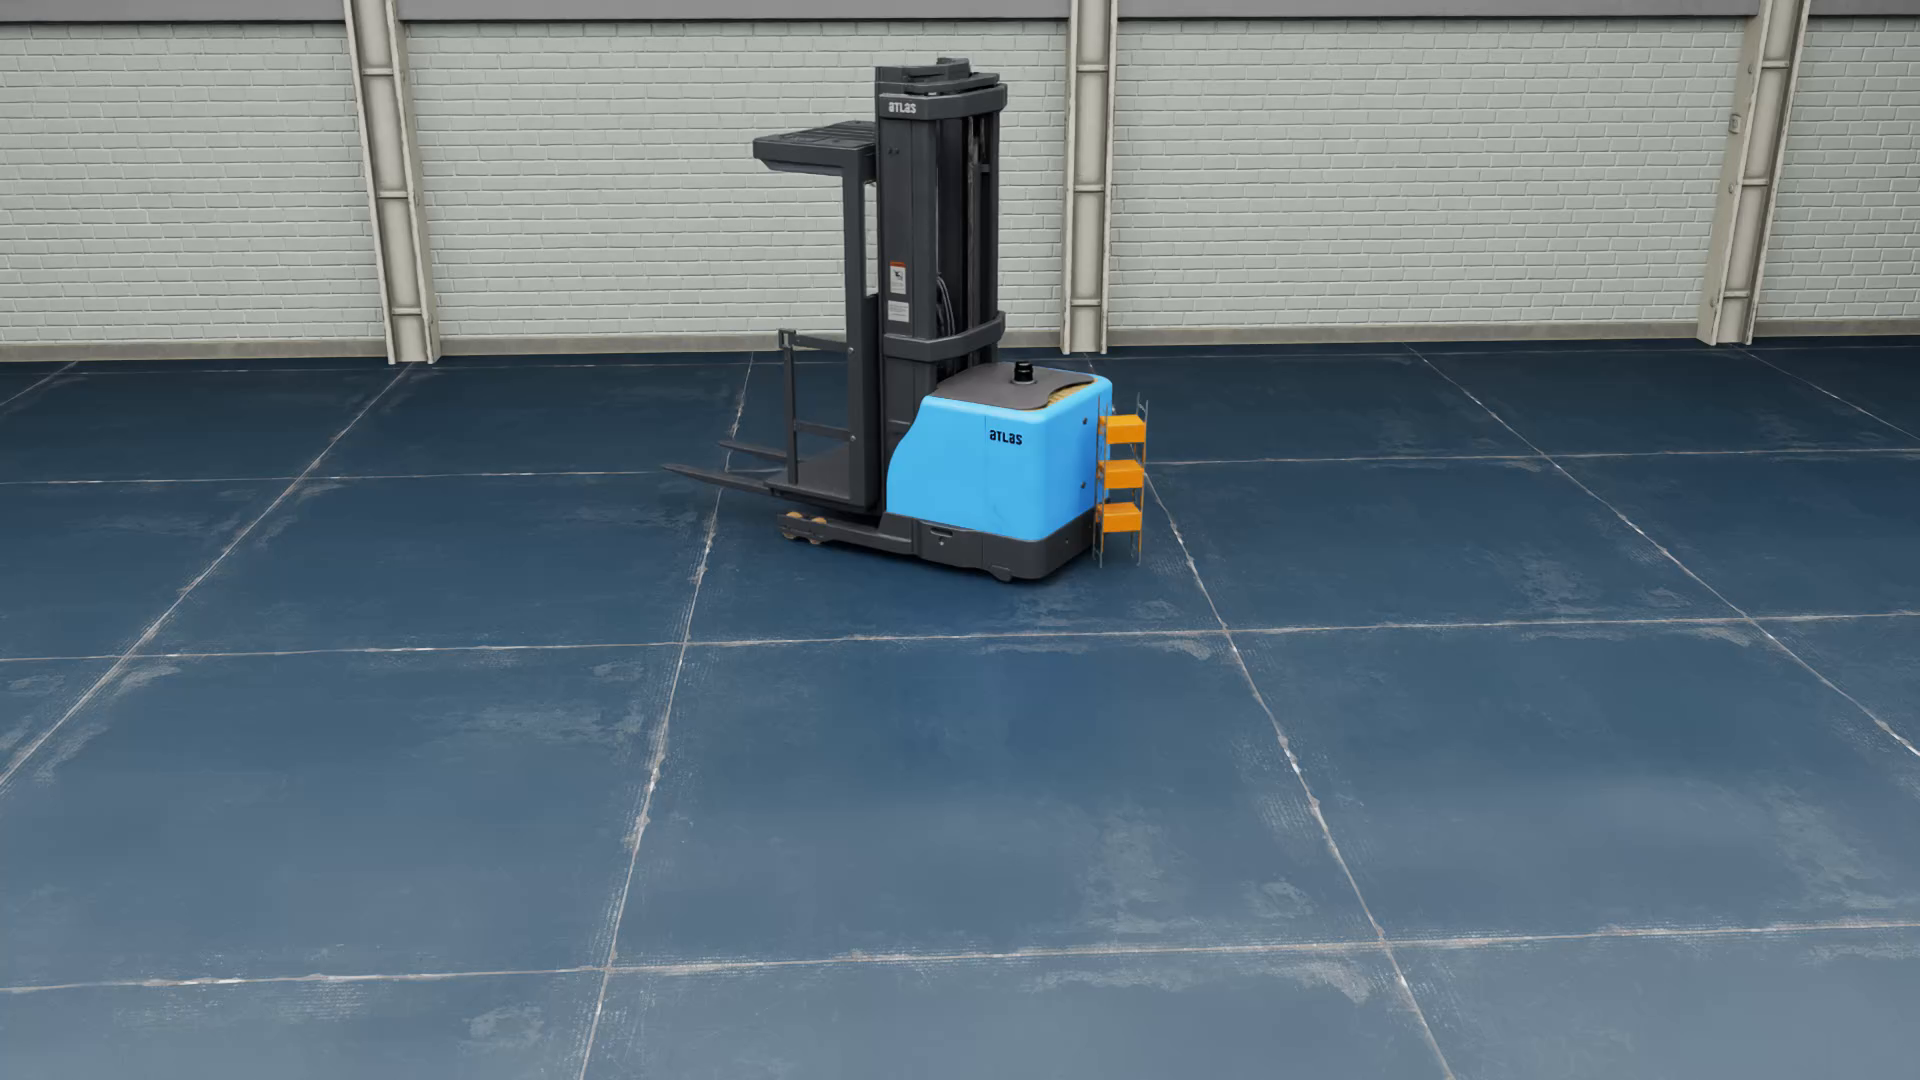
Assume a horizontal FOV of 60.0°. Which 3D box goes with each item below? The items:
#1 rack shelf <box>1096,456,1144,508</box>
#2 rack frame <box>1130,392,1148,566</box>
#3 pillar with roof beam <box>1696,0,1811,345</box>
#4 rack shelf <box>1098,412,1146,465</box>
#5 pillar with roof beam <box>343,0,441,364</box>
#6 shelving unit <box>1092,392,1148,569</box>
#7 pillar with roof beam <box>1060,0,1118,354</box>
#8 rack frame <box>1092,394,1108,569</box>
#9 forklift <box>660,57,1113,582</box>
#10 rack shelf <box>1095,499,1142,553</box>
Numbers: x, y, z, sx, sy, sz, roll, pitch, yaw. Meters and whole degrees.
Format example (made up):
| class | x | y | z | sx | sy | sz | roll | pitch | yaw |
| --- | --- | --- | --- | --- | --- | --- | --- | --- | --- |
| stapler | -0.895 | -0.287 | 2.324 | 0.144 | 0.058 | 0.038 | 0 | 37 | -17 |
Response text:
| class | x | y | z | sx | sy | sz | roll | pitch | yaw |
| --- | --- | --- | --- | --- | --- | --- | --- | --- | --- |
| rack shelf | 0.966 | -0.347 | 10.084 | 0.240 | 0.259 | 0.215 | -3 | 21 | -10 |
| rack frame | 1.086 | -0.364 | 10.101 | 0.008 | 1.050 | 0.200 | -3 | 21 | -10 |
| pillar with roof beam | 7.359 | -4.535 | 9.885 | 0.400 | 9.000 | 9.100 | -1 | 21 | -3 |
| rack shelf | 0.968 | -0.612 | 9.983 | 0.240 | 0.259 | 0.215 | -3 | 21 | -10 |
| pillar with roof beam | -4.622 | -4.291 | 9.245 | 0.400 | 9.000 | 9.100 | -1 | 21 | -3 |
| shelving unit | 0.966 | -0.357 | 10.080 | 0.252 | 1.050 | 0.215 | -3 | 21 | -10 |
| pillar with roof beam | 1.369 | -4.413 | 9.565 | 0.400 | 9.000 | 9.100 | -1 | 21 | -3 |
| rack frame | 0.846 | -0.349 | 10.060 | 0.008 | 1.050 | 0.200 | -3 | 21 | -10 |
| forklift | -0.576 | -1.493 | 10.422 | 3.031 | 2.935 | 1.130 | 12 | 24 | 29 |
| rack shelf | 0.965 | -0.087 | 10.182 | 0.240 | 0.259 | 0.215 | -3 | 21 | -10 |
